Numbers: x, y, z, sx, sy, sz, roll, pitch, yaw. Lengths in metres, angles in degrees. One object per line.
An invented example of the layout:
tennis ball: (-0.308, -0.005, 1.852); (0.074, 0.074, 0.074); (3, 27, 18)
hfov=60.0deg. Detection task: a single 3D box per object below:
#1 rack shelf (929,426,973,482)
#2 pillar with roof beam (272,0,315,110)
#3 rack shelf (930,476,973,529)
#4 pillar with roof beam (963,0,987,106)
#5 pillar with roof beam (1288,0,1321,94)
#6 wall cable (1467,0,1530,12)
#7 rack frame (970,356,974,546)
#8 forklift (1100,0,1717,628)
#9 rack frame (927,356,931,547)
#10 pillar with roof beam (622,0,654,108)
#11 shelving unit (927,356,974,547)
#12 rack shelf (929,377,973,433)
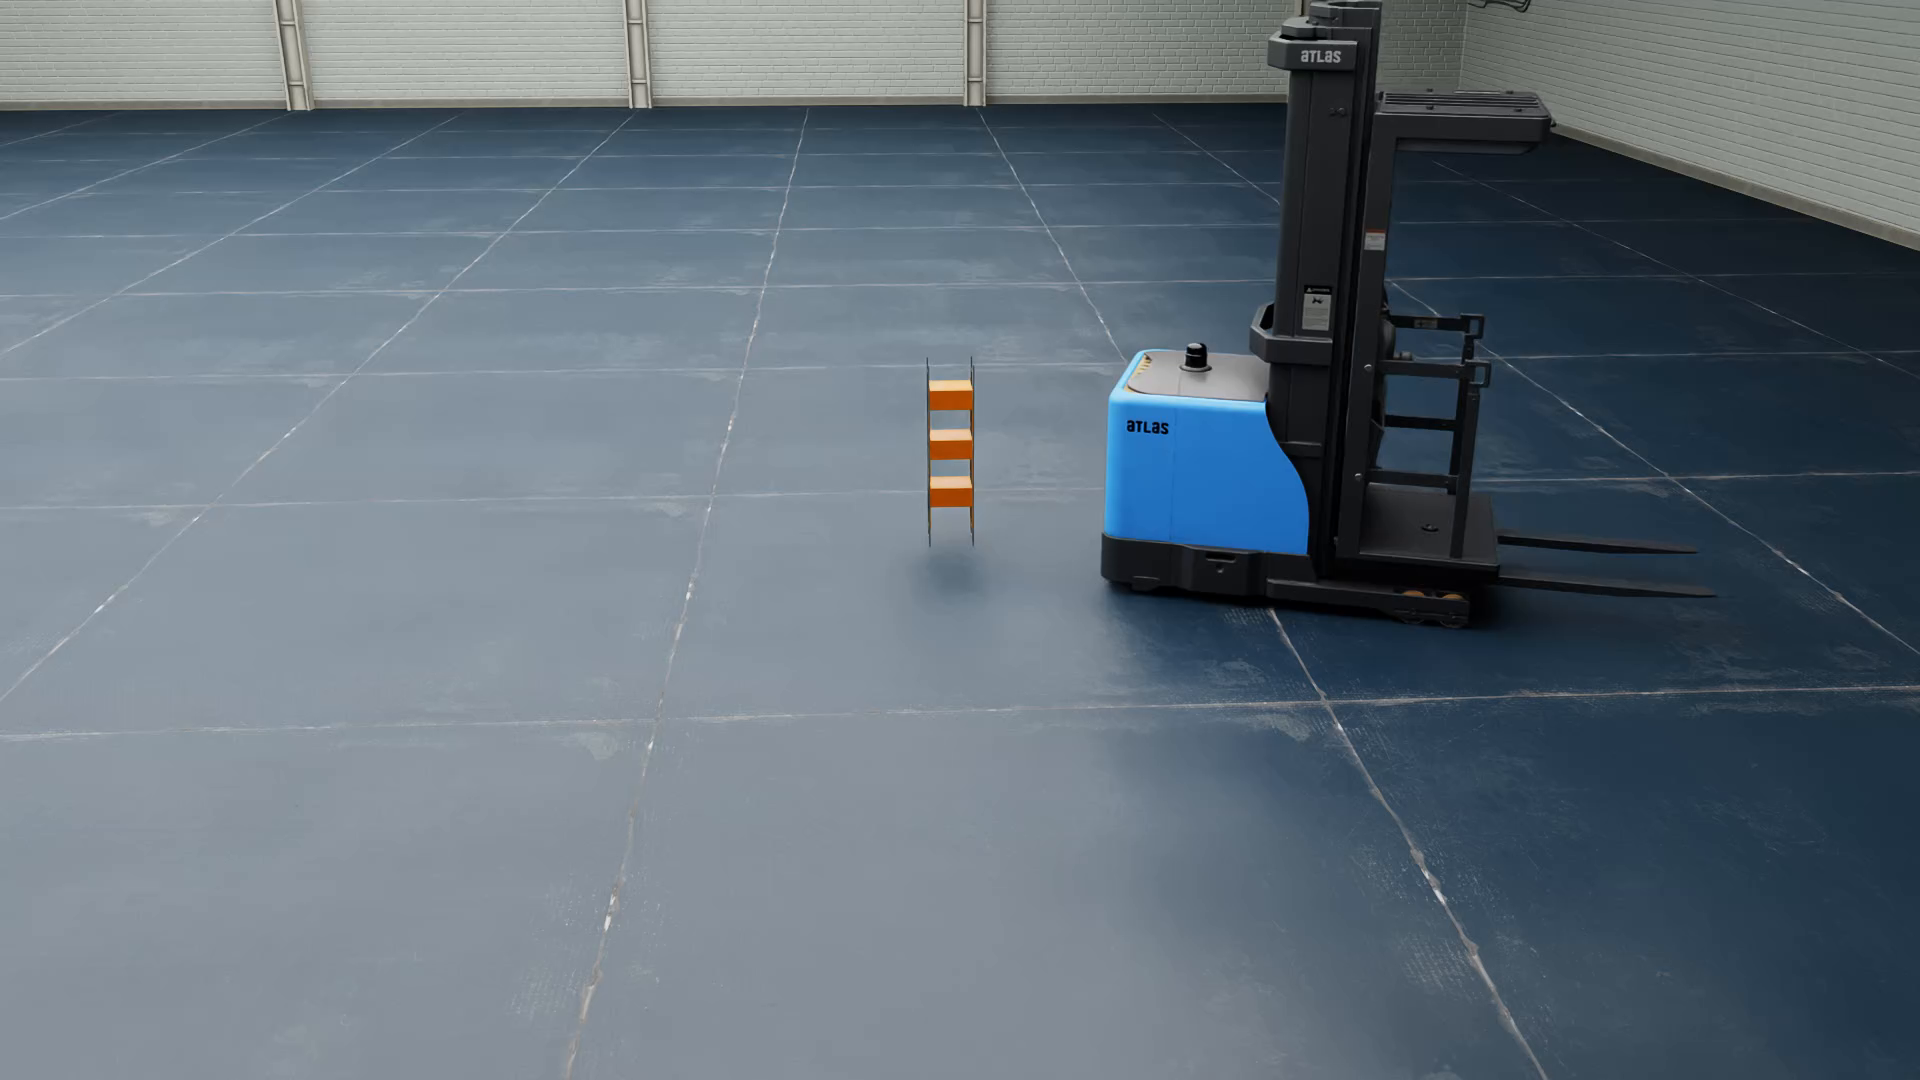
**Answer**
rack shelf: (-0.053, -0.480, 9.272); (0.240, 0.259, 0.215); (-1, 21, -3)
pillar with roof beam: (-11.470, -10.338, 23.965); (0.400, 9.000, 9.100); (-1, 21, -3)
rack shelf: (-0.053, -0.220, 9.371); (0.240, 0.259, 0.215); (-1, 21, -3)
pillar with roof beam: (0.510, -10.582, 24.605); (0.400, 9.000, 9.100); (-1, 21, -3)
pillar with roof beam: (6.501, -10.704, 24.925); (0.400, 9.000, 9.100); (-1, 21, -3)
wall cable: (9.271, -10.372, 28.417); (0.112, 2.526, 3.097); (-1, 21, -3)
rack frame: (0.068, -0.492, 9.275); (0.008, 1.050, 0.200); (-1, 21, -3)
forklift: (2.317, -1.140, 8.332); (3.031, 2.935, 1.130); (5, 21, 14)
rack frame: (-0.175, -0.487, 9.262); (0.008, 1.050, 0.200); (-1, 21, -3)
pillar with roof beam: (-5.480, -10.460, 24.285); (0.400, 9.000, 9.100); (-1, 21, -3)
shelving unit: (-0.053, -0.490, 9.268); (0.252, 1.050, 0.215); (-1, 21, -3)
rack shelf: (-0.053, -0.745, 9.171); (0.240, 0.259, 0.215); (-1, 21, -3)
